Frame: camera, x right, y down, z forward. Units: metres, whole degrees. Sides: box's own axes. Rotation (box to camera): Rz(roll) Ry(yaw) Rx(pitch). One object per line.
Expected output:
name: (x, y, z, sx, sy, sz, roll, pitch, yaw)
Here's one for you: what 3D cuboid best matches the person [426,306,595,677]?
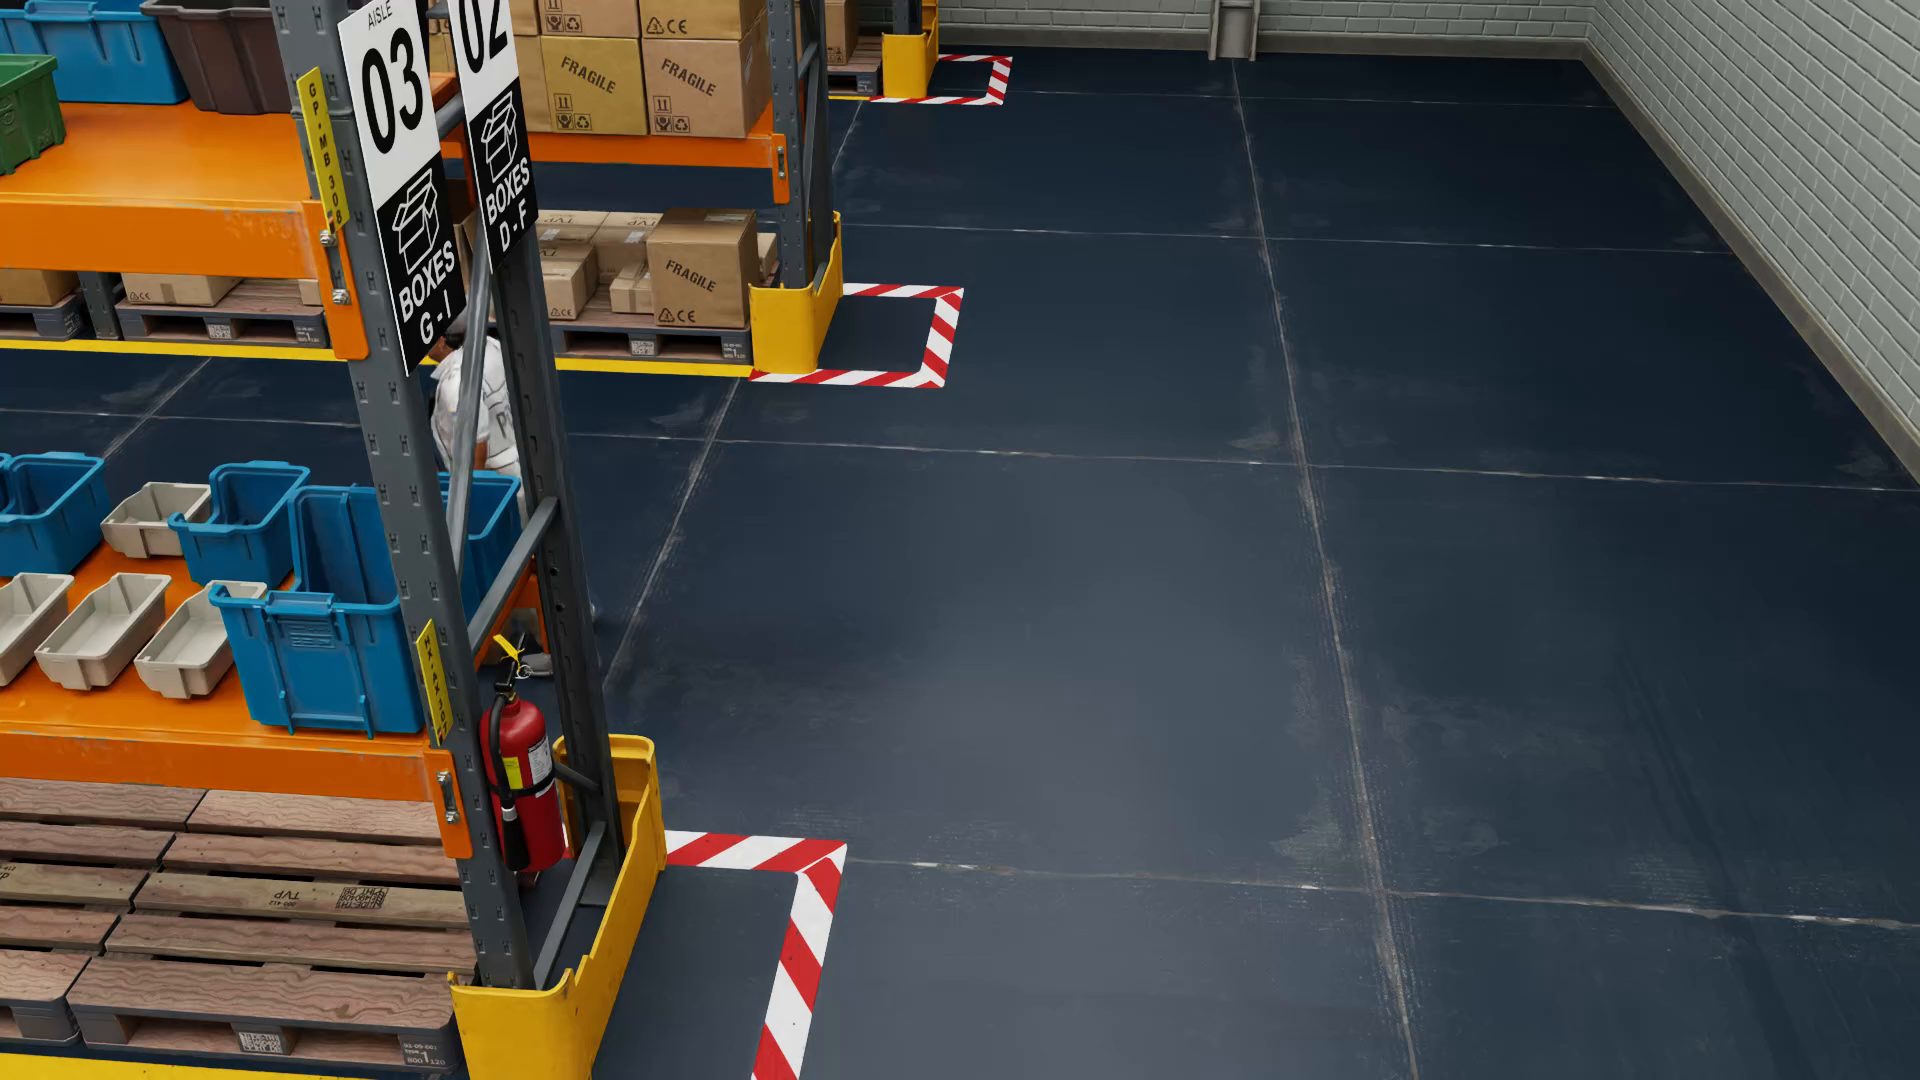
person: (-1.807, -0.222, 6.530, 0.571, 1.611, 0.623, 1, 32, 1)
